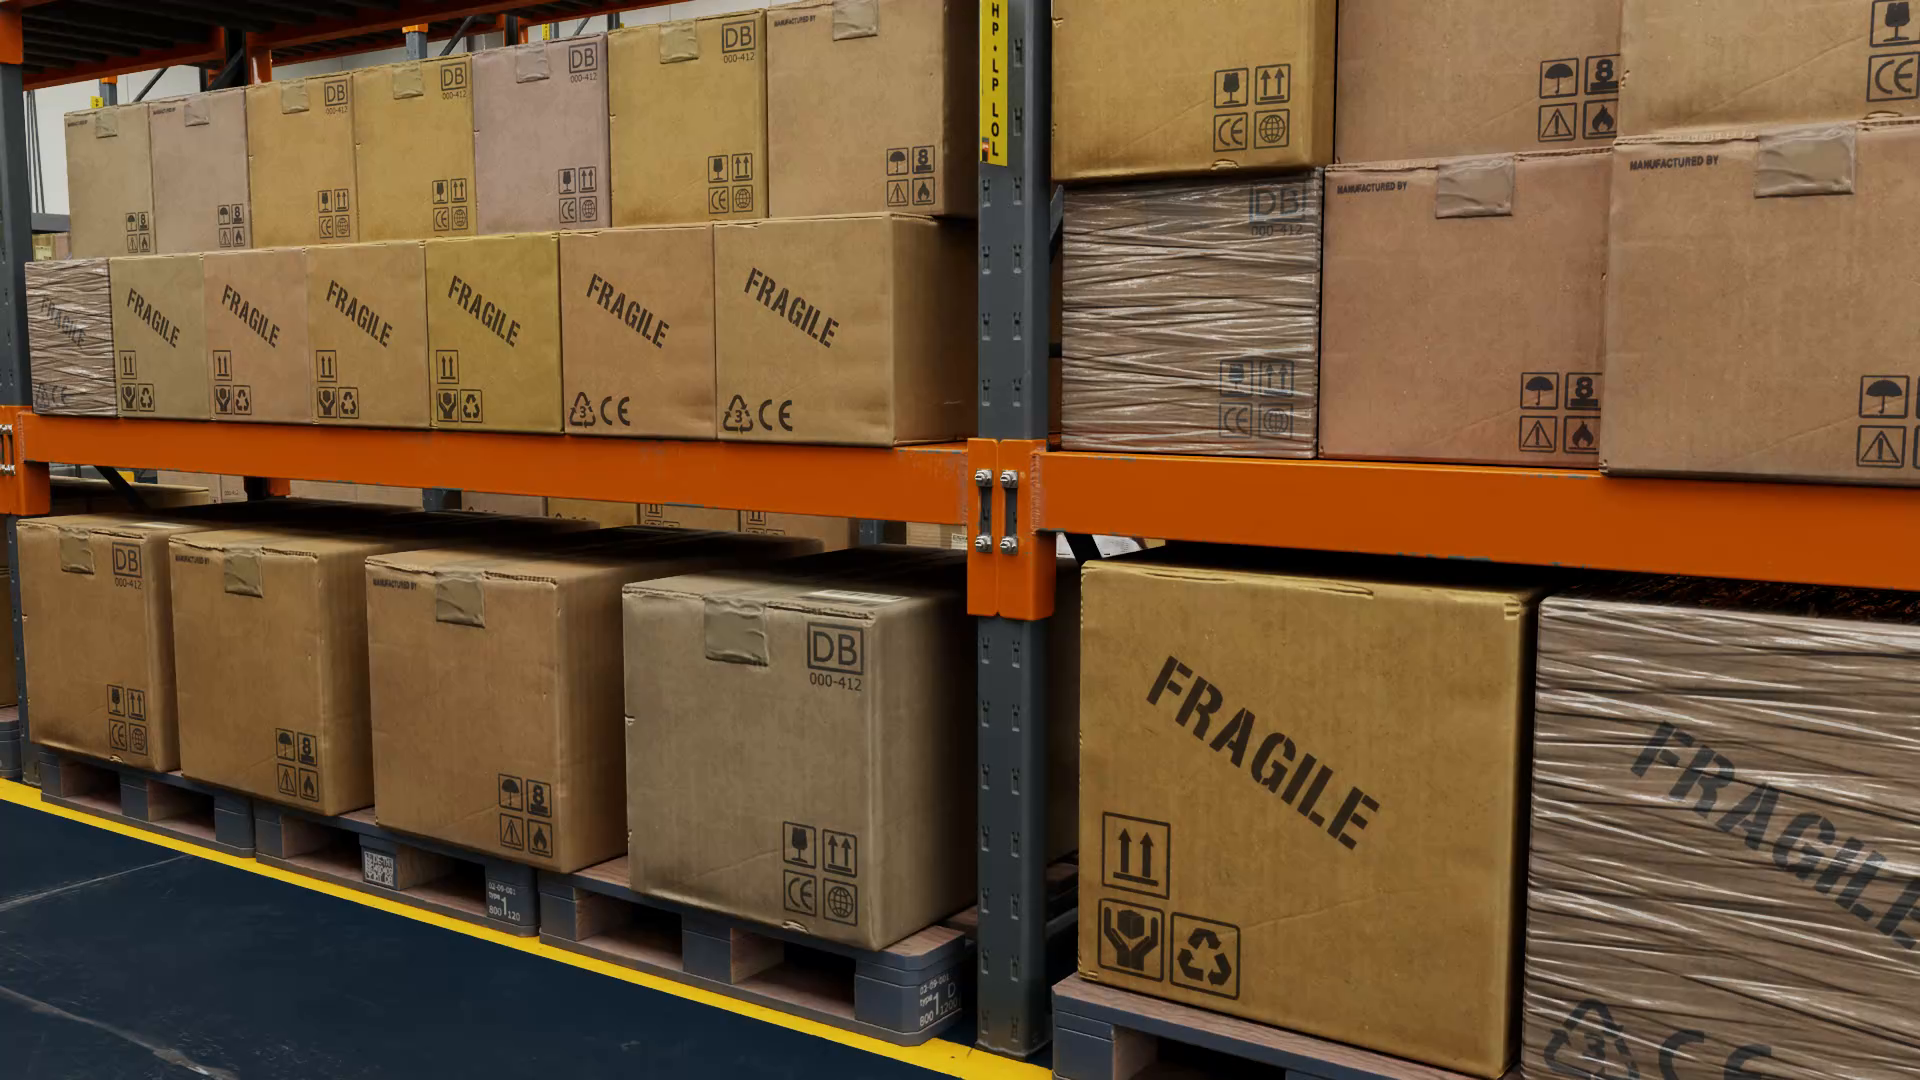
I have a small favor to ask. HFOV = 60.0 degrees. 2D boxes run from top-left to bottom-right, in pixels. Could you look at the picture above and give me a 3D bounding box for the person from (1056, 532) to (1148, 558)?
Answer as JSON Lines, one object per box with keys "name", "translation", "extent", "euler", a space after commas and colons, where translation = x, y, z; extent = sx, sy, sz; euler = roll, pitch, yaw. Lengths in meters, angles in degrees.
{"name": "person", "translation": [0.631, 0.305, 7.543], "extent": [0.462, 0.768, 0.867], "euler": [4, 8, 32]}
